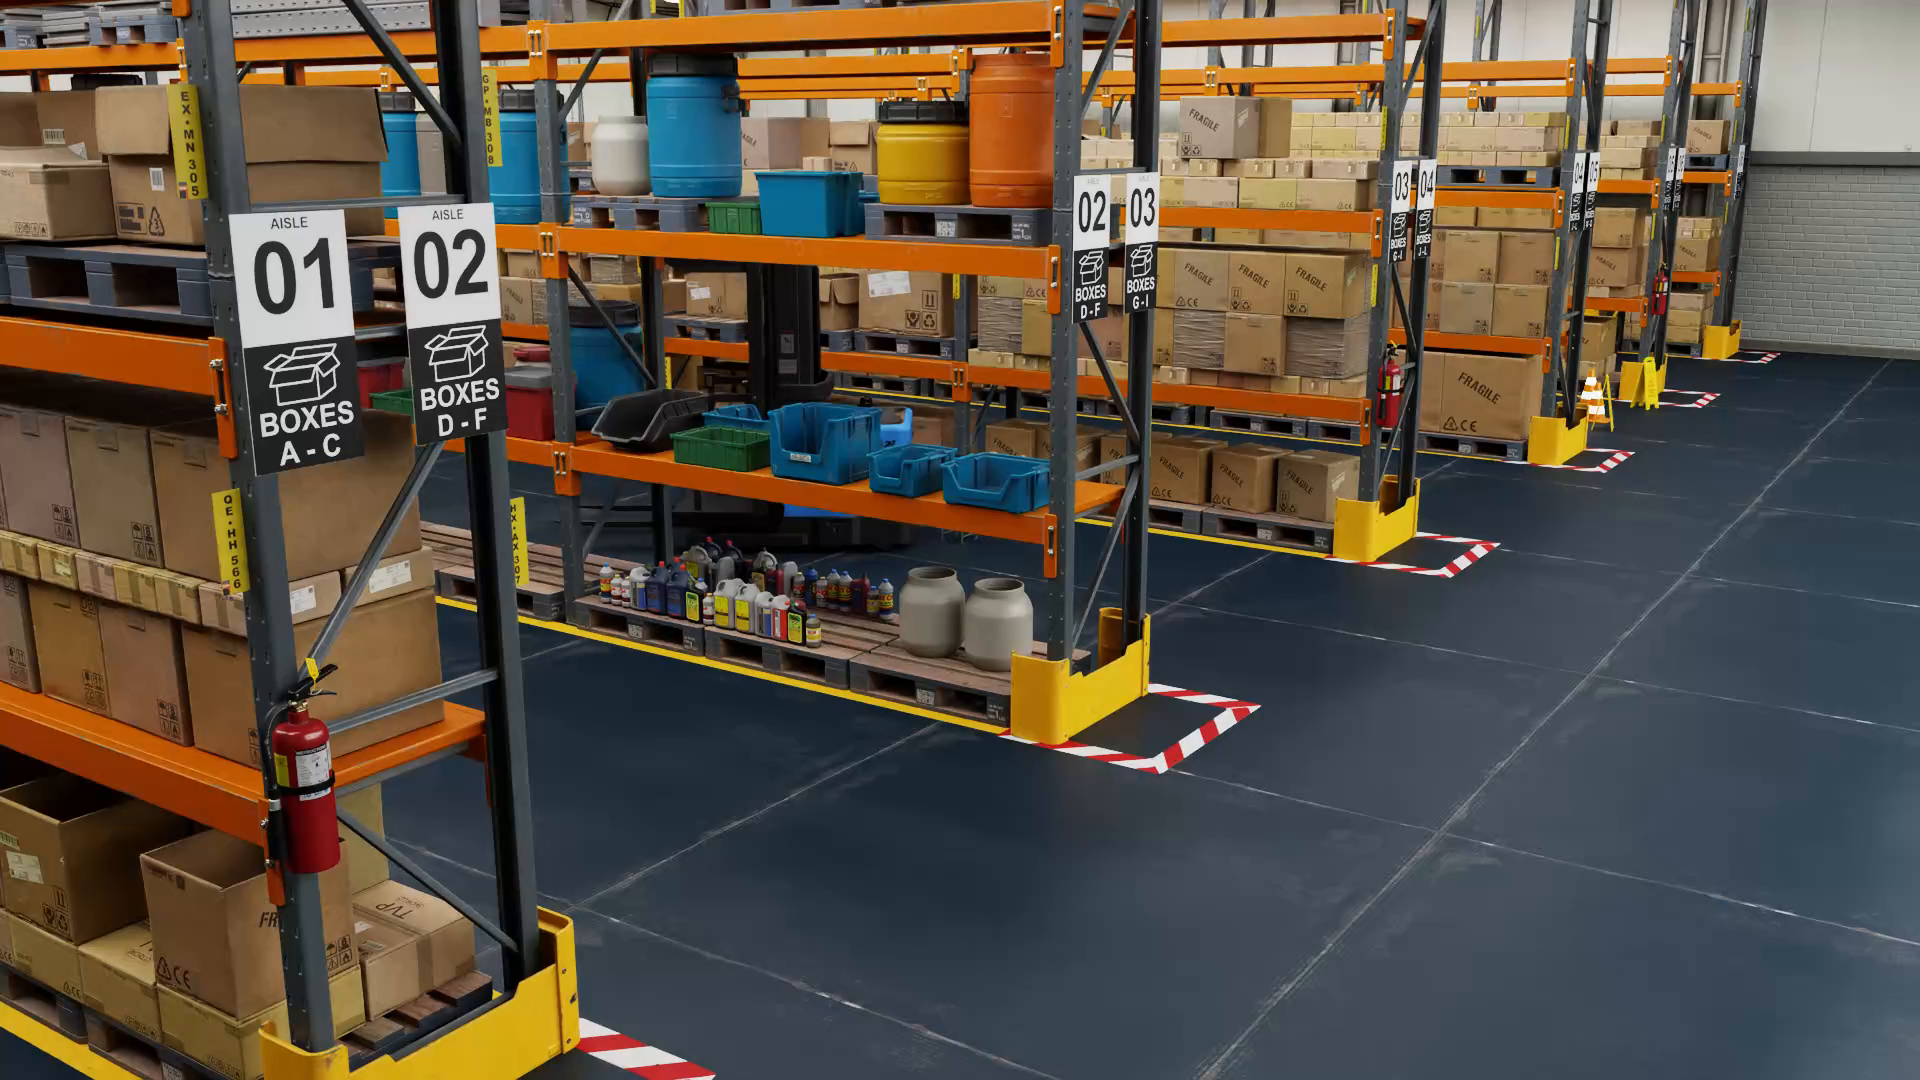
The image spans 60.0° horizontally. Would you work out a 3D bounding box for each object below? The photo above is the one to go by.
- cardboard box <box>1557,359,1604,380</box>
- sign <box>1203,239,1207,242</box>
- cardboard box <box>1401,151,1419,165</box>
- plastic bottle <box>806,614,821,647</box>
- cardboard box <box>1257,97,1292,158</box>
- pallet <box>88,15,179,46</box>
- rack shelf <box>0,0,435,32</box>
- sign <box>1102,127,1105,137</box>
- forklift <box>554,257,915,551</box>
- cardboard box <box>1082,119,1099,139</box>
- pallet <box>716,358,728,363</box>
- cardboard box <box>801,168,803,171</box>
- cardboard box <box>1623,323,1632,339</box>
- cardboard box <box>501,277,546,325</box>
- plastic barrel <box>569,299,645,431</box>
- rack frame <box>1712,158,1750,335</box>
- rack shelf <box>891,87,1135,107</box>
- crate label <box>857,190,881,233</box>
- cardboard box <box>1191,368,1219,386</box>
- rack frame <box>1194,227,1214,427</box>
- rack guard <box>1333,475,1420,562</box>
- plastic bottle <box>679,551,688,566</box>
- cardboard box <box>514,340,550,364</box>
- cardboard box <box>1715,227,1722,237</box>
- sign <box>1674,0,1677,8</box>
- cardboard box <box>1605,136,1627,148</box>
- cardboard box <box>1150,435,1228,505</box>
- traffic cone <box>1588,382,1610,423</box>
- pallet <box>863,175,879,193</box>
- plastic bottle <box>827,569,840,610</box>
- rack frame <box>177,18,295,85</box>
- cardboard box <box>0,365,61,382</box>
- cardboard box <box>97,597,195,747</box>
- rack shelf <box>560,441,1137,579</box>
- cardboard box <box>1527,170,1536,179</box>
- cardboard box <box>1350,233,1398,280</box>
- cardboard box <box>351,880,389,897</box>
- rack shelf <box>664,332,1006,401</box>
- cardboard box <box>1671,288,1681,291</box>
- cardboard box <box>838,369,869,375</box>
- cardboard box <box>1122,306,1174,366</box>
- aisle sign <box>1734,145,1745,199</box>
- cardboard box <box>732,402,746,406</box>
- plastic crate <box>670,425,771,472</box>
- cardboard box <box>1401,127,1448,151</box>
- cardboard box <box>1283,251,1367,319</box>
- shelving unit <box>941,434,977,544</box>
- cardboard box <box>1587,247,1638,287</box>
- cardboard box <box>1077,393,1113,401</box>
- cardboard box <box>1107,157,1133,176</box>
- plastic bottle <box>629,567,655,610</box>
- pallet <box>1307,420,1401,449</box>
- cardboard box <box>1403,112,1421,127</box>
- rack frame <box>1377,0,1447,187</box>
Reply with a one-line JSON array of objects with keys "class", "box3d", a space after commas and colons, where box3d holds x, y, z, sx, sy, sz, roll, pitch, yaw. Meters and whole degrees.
[{"class": "cardboard box", "box3d": [8.283, -2.300, 22.220, 0.500, 0.250, 0.500, 9, 17, 33]}, {"class": "sign", "box3d": [2.831, -3.323, 19.259, 0.005, 0.325, 0.100, 9, 17, 33]}, {"class": "cardboard box", "box3d": [4.926, -4.106, 17.867, 0.250, 0.149, 0.380, 9, 17, 33]}, {"class": "plastic bottle", "box3d": [-0.940, 0.577, 10.660, 0.097, 0.201, 0.097, 0, 14, 0]}, {"class": "cardboard box", "box3d": [2.512, -3.541, 14.277, 0.500, 0.500, 0.500, 9, 17, 33]}, {"class": "pallet", "box3d": [-6.391, -4.211, 13.834, 1.003, 0.211, 1.213, 9, 17, 33]}, {"class": "rack shelf", "box3d": [-3.599, -2.059, 6.244, 4.000, 0.370, 1.077, 9, 17, 33]}, {"class": "sign", "box3d": [2.169, -6.082, 25.165, 0.005, 0.325, 0.100, 9, 17, 33]}, {"class": "forklift", "box3d": [-1.913, -1.440, 14.041, 3.031, 2.935, 1.130, 0, 14, 0]}, {"class": "cardboard box", "box3d": [1.405, -5.025, 20.847, 0.500, 0.500, 0.500, 9, 17, 33]}, {"class": "pallet", "box3d": [-2.866, -2.524, 24.080, 1.213, 0.211, 1.003, 9, 17, 33]}, {"class": "cardboard box", "box3d": [-1.680, -3.706, 17.123, 0.500, 0.250, 0.500, 10, 17, 34]}, {"class": "cardboard box", "box3d": [10.507, -3.370, 26.541, 0.500, 0.250, 0.500, 9, 17, 33]}, {"class": "cardboard box", "box3d": [-4.858, -2.740, 18.943, 0.500, 0.500, 0.500, 10, 17, 34]}, {"class": "plastic barrel", "box3d": [-2.642, -1.301, 12.294, 0.708, 0.901, 0.600, 9, 17, 33]}, {"class": "rack frame", "box3d": [11.891, -4.363, 25.706, 0.127, 3.000, 1.000, 9, 17, 33]}, {"class": "rack shelf", "box3d": [0.826, -7.083, 26.537, 4.000, 0.370, 1.077, 9, 17, 33]}, {"class": "crate label", "box3d": [-0.540, -2.110, 10.672, 0.408, 0.251, 0.502, 9, 17, 33]}, {"class": "cardboard box", "box3d": [2.195, -1.436, 14.406, 0.250, 0.149, 0.380, 9, 17, 33]}, {"class": "rack frame", "box3d": [3.126, -2.909, 19.831, 0.127, 3.000, 1.000, 9, 17, 33]}, {"class": "rack guard", "box3d": [3.530, -0.194, 14.065, 0.348, 0.500, 1.175, 9, 17, 33]}, {"class": "plastic bottle", "box3d": [-2.016, 0.186, 12.239, 0.097, 0.201, 0.097, 0, 14, 0]}, {"class": "cardboard box", "box3d": [-4.342, -1.860, 19.142, 0.875, 0.875, 1.225, 9, 17, 33]}, {"class": "cardboard box", "box3d": [11.754, -4.824, 26.009, 0.250, 0.149, 0.380, 9, 16, 31]}, {"class": "sign", "box3d": [8.797, -6.707, 20.418, 0.005, 0.325, 0.100, 9, 17, 33]}, {"class": "cardboard box", "box3d": [8.486, -5.123, 21.396, 0.250, 0.149, 0.380, 10, 17, 34]}, {"class": "cardboard box", "box3d": [2.060, -0.636, 14.976, 0.500, 0.500, 0.500, 11, 18, 38]}, {"class": "traffic cone", "box3d": [7.709, -1.675, 20.126, 0.334, 0.463, 0.336, 9, 17, 33]}, {"class": "pallet", "box3d": [-0.179, -3.402, 15.973, 1.003, 0.211, 1.213, 9, 17, 33]}, {"class": "plastic bottle", "box3d": [-0.869, 0.337, 11.482, 0.097, 0.271, 0.097, 0, 14, 0]}, {"class": "rack frame", "box3d": [-5.810, -4.394, 13.347, 0.127, 3.000, 1.000, 9, 17, 33]}, {"class": "cardboard box", "box3d": [-4.051, -0.444, 6.966, 0.500, 0.500, 0.700, 9, 17, 33]}, {"class": "cardboard box", "box3d": [-2.758, 0.395, 6.278, 0.500, 0.500, 0.700, 10, 17, 34]}, {"class": "rack shelf", "box3d": [-0.831, -0.328, 10.904, 4.000, 0.370, 1.077, 9, 17, 33]}, {"class": "cardboard box", "box3d": [7.624, -4.876, 22.060, 0.250, 0.149, 0.380, 9, 16, 31]}, {"class": "cardboard box", "box3d": [4.749, -3.229, 18.567, 0.500, 0.550, 0.875, 9, 17, 33]}, {"class": "cardboard box", "box3d": [-2.677, 1.526, 6.764, 0.500, 0.250, 0.500, 9, 17, 33]}, {"class": "rack shelf", "box3d": [-1.386, -1.852, 17.061, 4.000, 0.370, 1.077, 9, 17, 33]}, {"class": "cardboard box", "box3d": [11.181, -3.886, 26.546, 0.500, 0.250, 0.500, 9, 17, 33]}, {"class": "cardboard box", "box3d": [-1.314, -2.542, 22.678, 0.500, 0.500, 0.500, 10, 17, 35]}, {"class": "cardboard box", "box3d": [1.871, -1.857, 14.756, 0.500, 0.500, 0.875, 9, 17, 33]}, {"class": "aisle sign", "box3d": [11.781, -5.558, 25.121, 0.004, 0.787, 0.394, 9, 17, 33]}, {"class": "cardboard box", "box3d": [-2.011, -1.312, 17.668, 0.500, 0.500, 0.700, 8, 16, 28]}, {"class": "plastic crate", "box3d": [-1.522, -0.605, 10.964, 0.662, 0.188, 0.450, 9, 17, 33]}, {"class": "cardboard box", "box3d": [5.052, -4.297, 17.808, 0.500, 0.250, 0.500, 9, 17, 32]}, {"class": "cardboard box", "box3d": [2.998, -2.100, 13.655, 0.500, 0.500, 0.500, 9, 17, 33]}, {"class": "shelving unit", "box3d": [-0.007, -0.438, 14.219, 0.210, 0.900, 0.258, 9, 17, 33]}, {"class": "cardboard box", "box3d": [8.519, -3.584, 21.730, 0.500, 0.500, 0.500, 9, 16, 32]}, {"class": "cardboard box", "box3d": [1.762, -2.216, 20.840, 0.750, 0.750, 1.050, 9, 17, 33]}, {"class": "cardboard box", "box3d": [1.474, -3.238, 14.400, 0.250, 0.149, 0.380, 9, 16, 32]}, {"class": "plastic bottle", "box3d": [-2.187, 0.331, 11.497, 0.135, 0.276, 0.152, 10, 17, 35]}, {"class": "pallet", "box3d": [4.729, -1.274, 19.031, 1.213, 0.211, 1.003, 9, 17, 33]}, {"class": "cardboard box", "box3d": [4.921, -4.494, 17.774, 0.250, 0.149, 0.380, 9, 16, 32]}, {"class": "rack frame", "box3d": [3.593, -4.309, 13.003, 0.127, 3.000, 1.000, 9, 17, 33]}]
